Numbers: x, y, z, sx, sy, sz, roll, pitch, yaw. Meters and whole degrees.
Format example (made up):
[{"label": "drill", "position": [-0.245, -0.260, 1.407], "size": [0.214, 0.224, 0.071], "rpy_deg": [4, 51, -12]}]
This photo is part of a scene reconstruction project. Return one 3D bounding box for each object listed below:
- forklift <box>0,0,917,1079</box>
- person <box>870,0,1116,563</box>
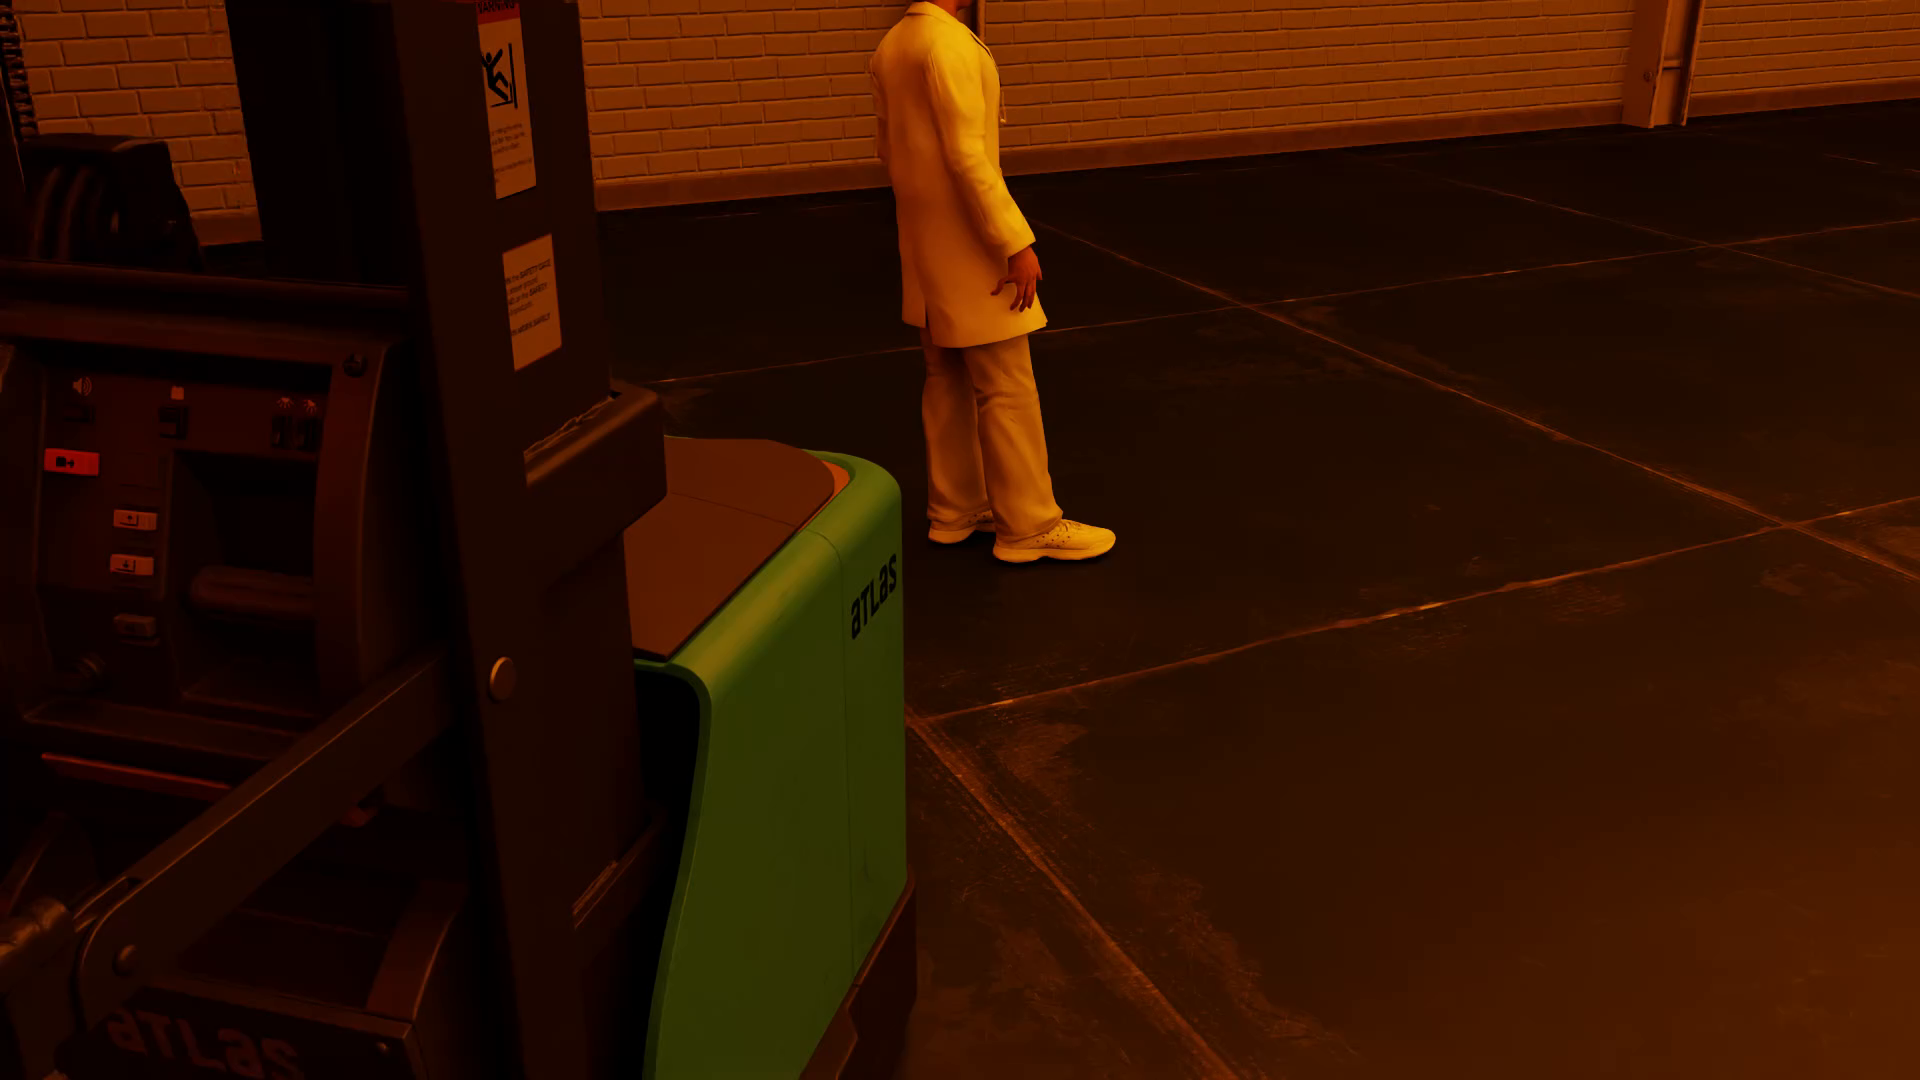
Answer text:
[{"label": "forklift", "position": [-0.978, -0.004, 1.295], "size": [1.130, 2.935, 3.031], "rpy_deg": [6, 23, 15]}, {"label": "person", "position": [0.084, -0.834, 4.797], "size": [0.581, 1.763, 0.696], "rpy_deg": [-10, 25, -23]}]
